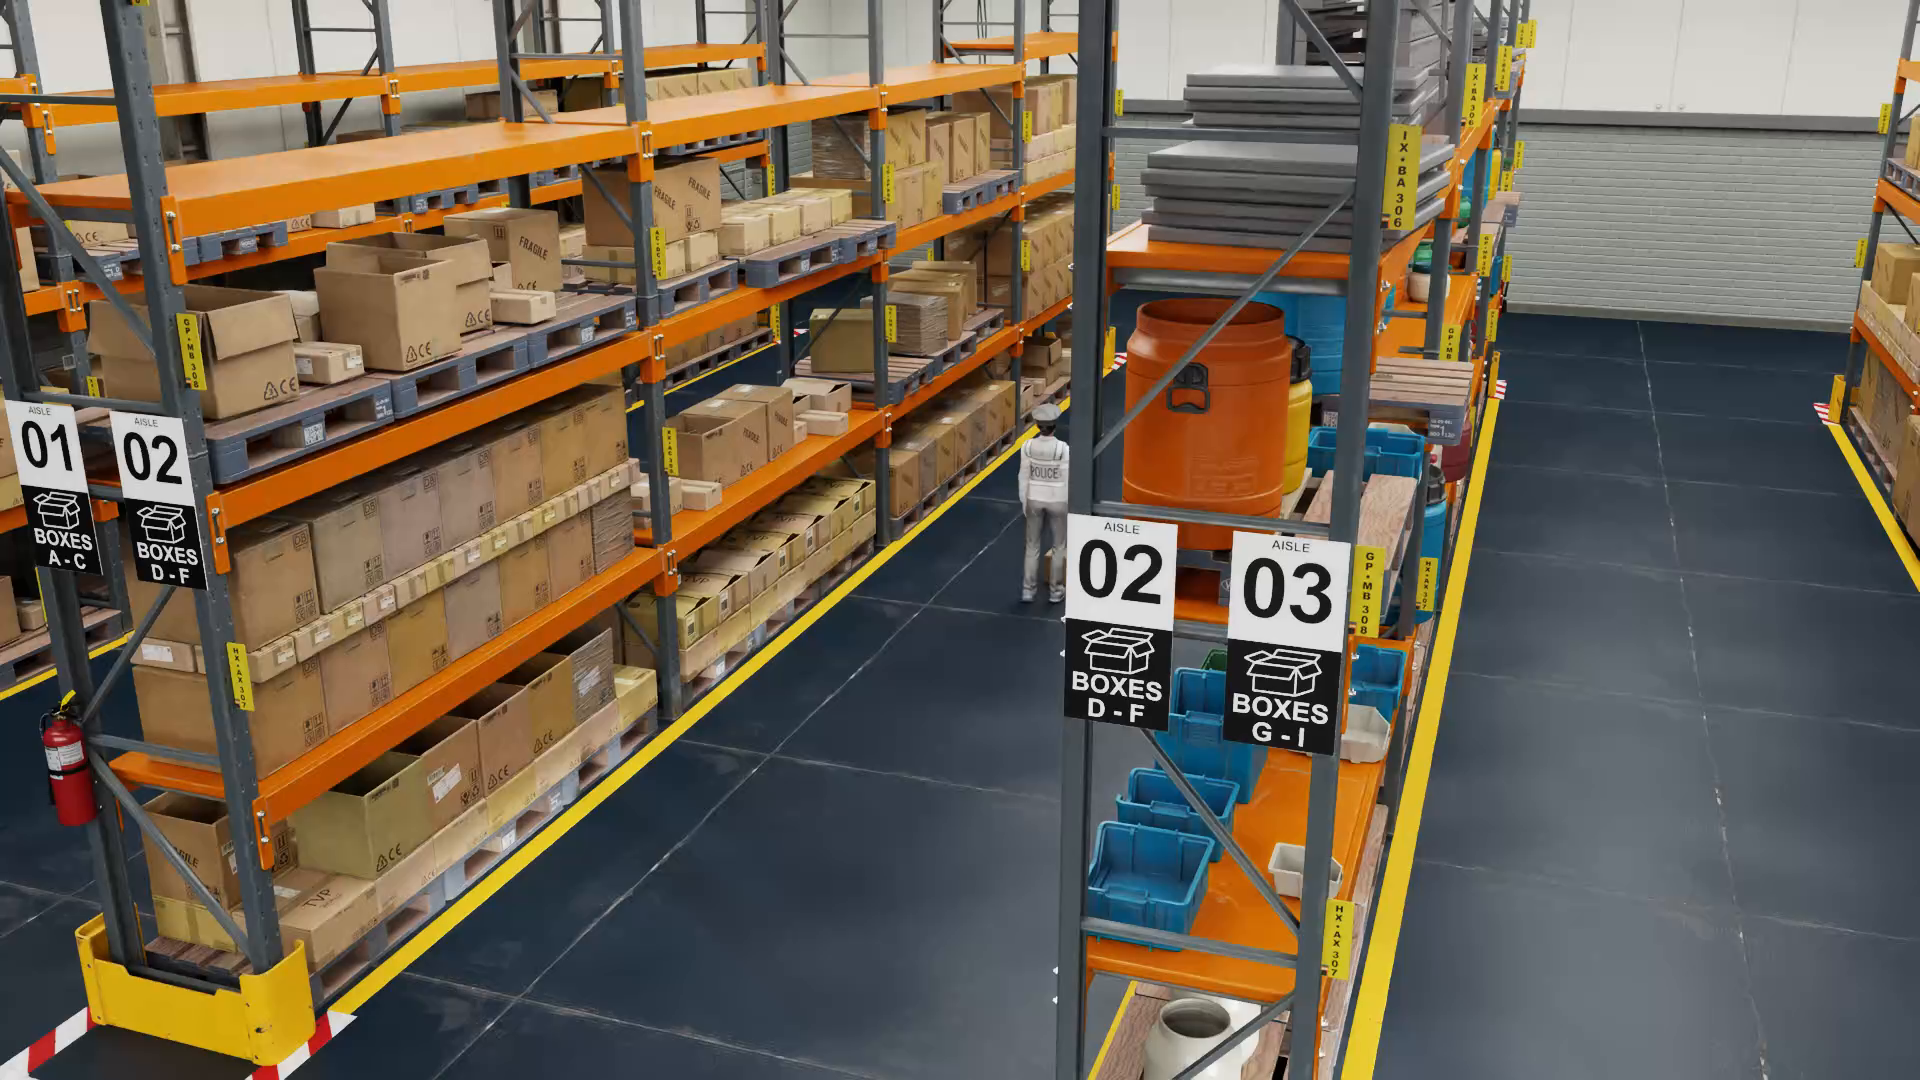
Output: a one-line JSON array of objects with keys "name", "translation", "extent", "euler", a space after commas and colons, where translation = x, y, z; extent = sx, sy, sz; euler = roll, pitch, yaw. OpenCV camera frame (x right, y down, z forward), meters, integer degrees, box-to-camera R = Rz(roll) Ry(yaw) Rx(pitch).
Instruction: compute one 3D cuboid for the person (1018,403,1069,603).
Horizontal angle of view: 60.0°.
[{"name": "person", "translation": [0.718, -0.269, 13.831], "extent": [0.468, 1.752, 0.357], "euler": [7, 20, 19]}]
